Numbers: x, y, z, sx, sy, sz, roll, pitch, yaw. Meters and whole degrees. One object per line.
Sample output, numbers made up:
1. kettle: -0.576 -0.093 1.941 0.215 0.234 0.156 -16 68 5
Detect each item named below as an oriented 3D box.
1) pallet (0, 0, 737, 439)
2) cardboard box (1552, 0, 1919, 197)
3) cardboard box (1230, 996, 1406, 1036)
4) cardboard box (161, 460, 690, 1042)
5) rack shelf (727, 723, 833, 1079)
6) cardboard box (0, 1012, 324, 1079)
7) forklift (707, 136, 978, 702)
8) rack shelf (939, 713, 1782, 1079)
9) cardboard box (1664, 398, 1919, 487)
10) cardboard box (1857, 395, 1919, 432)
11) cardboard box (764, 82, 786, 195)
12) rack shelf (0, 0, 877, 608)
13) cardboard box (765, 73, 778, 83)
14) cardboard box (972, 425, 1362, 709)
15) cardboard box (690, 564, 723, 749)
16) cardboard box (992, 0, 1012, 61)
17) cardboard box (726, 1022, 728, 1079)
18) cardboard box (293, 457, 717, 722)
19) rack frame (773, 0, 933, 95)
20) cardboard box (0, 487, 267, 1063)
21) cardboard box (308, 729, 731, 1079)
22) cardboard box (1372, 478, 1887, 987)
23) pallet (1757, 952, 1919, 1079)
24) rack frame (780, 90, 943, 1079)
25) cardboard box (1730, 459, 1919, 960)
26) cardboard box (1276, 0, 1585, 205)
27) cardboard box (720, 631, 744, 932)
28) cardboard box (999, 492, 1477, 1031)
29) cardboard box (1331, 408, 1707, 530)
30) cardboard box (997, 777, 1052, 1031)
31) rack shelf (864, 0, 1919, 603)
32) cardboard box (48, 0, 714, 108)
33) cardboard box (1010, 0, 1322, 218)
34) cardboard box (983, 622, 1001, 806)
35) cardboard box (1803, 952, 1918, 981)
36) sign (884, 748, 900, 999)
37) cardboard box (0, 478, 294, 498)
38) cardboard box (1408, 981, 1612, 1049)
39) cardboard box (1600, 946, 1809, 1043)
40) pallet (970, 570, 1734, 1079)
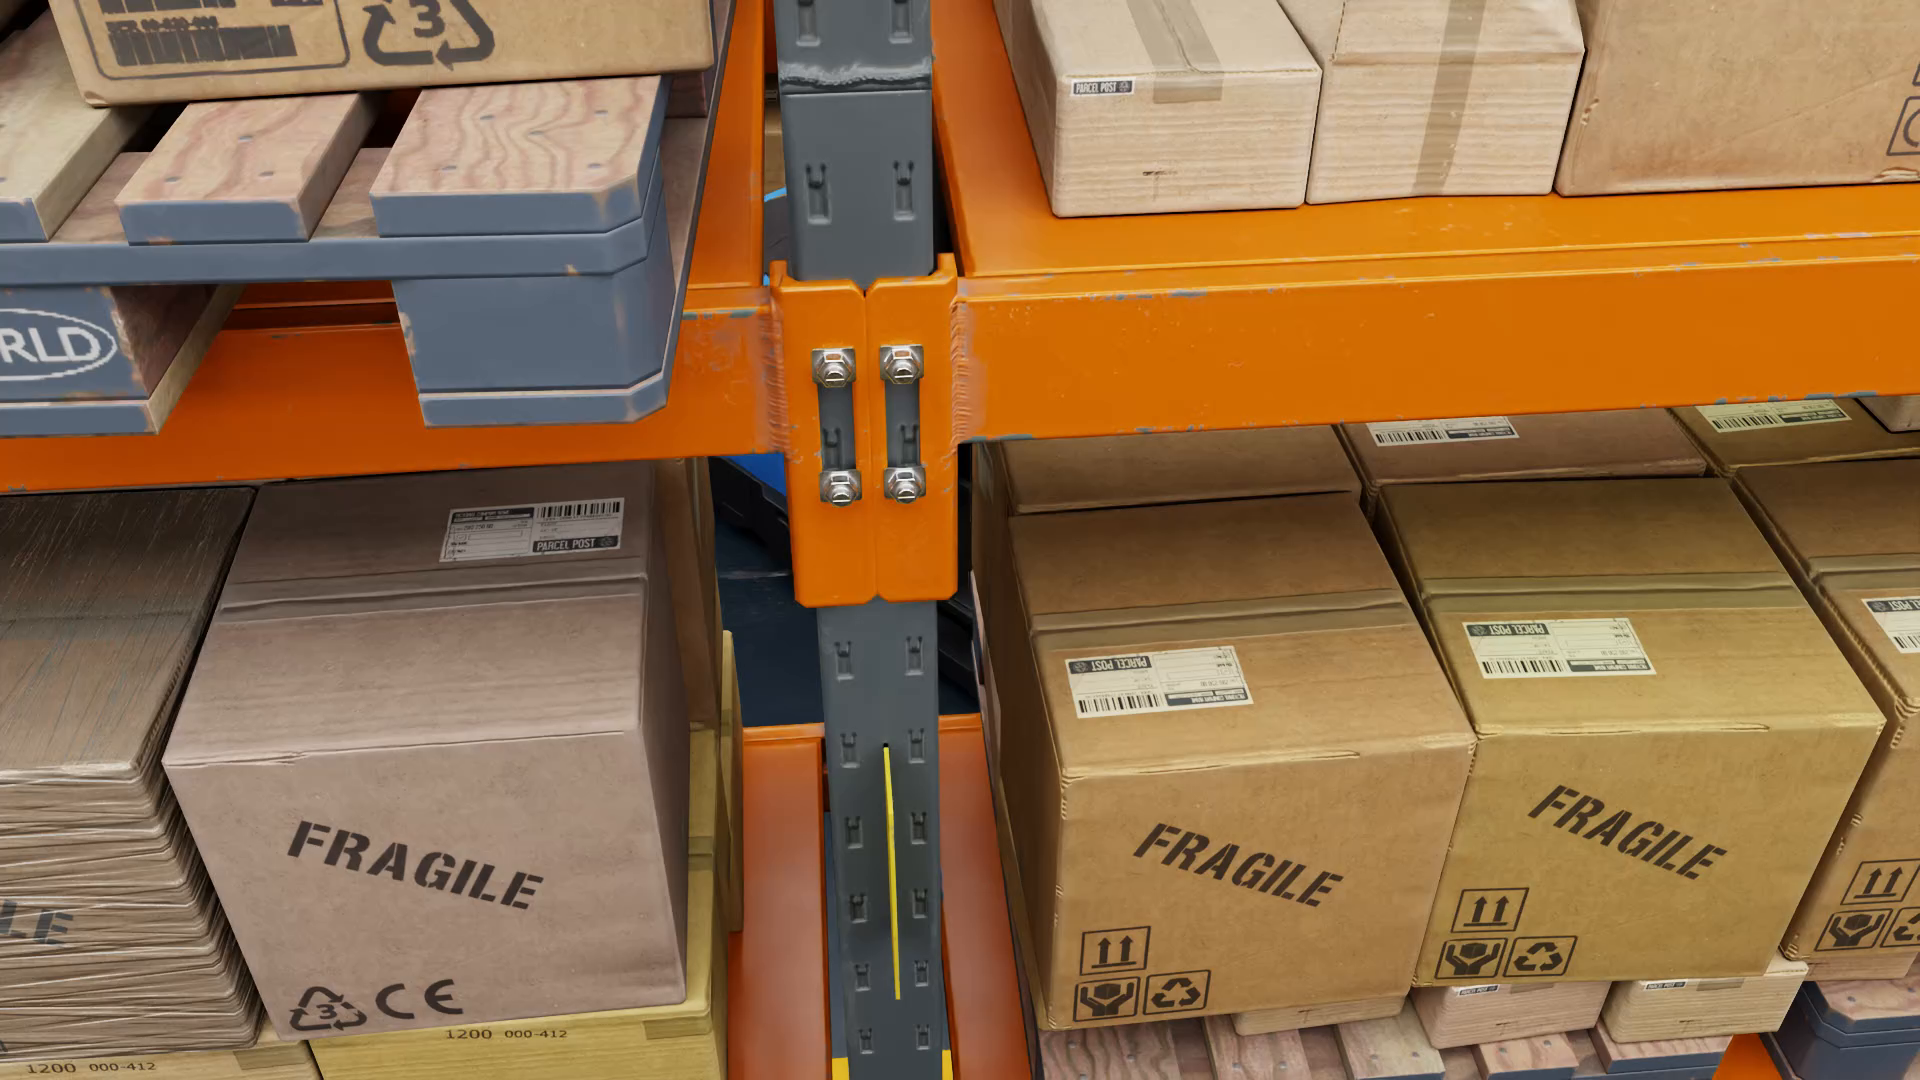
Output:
1. pallet: -0.767 -0.537 1.740 1.003 0.211 1.213 -1 38 -2
2. cardboard box: 0.815 -0.764 1.795 0.500 0.500 0.700 -3 38 -4
3. cardboard box: 0.495 0.534 2.515 0.250 0.149 0.380 -5 39 -7
4. cardboard box: -0.622 0.257 2.115 0.500 0.500 0.500 -4 38 -5
5. rack shelf: -2.122 0.891 2.780 4.000 0.370 1.077 -3 38 -4
6. cardboard box: -1.100 0.575 2.317 0.500 0.250 0.500 -4 38 -5
7. forklift: 0.475 -0.841 4.450 1.130 2.935 3.031 -31 48 -33
8. rack shelf: 1.862 0.671 3.058 4.000 0.370 1.077 -3 38 -4
9. cardboard box: 1.315 -0.082 2.773 0.500 0.500 0.500 -6 39 -7
10. cardboard box: 1.474 -0.341 2.577 0.250 0.149 0.380 -5 39 -6
11. cardboard box: -0.976 -1.592 7.024 0.500 0.500 0.500 -2 38 -3
12. rack shelf: -2.122 -0.287 1.851 4.000 0.370 1.077 -3 38 -4
13. cardboard box: -1.018 -1.897 7.412 0.500 0.500 0.500 -2 38 -2
14. cardboard box: 0.298 -0.019 2.692 0.500 0.500 0.500 -4 38 -5
15. cardboard box: -0.657 0.237 2.746 0.500 0.250 0.500 -3 38 -4
16. cardboard box: 0.165 -0.727 2.031 0.250 0.149 0.380 -3 38 -4
17. cardboard box: -0.611 0.745 2.505 0.500 0.250 0.500 -4 38 -6
18. cardboard box: -0.643 -0.057 2.513 0.500 0.500 0.500 -4 38 -5
19. rack frame: -0.130 -1.857 0.838 0.127 3.000 1.000 -3 38 -4
20. cardboard box: -1.132 0.290 2.073 0.500 0.500 0.500 -3 38 -3
21. cardboard box: -0.590 0.545 2.356 0.500 0.250 0.500 -3 38 -4
22. cardboard box: 0.857 0.263 2.335 0.500 0.500 0.500 -1 38 -2
23. pallet: 1.838 0.440 2.926 1.213 0.211 1.003 -3 38 -4
24. rack frame: -0.130 0.499 2.697 0.127 3.000 1.000 -3 38 -4
25. cardboard box: 1.385 0.230 2.378 0.500 0.500 0.500 -3 38 -3
26. cardboard box: 0.453 -0.553 1.716 0.258 0.266 0.396 -3 38 -4
27. cardboard box: -0.640 0.429 2.906 0.500 0.250 0.500 -4 38 -5
28. cardboard box: 0.339 0.296 2.294 0.500 0.500 0.500 -4 38 -5
29. cardboard box: 0.812 -0.054 2.737 0.500 0.500 0.500 -4 38 -5
30. cardboard box: 0.210 0.529 2.521 0.250 0.149 0.380 -5 39 -7
31. rack shelf: 1.862 -0.506 2.129 4.000 0.370 1.077 -3 38 -4
32. cardboard box: -0.492 -0.771 1.461 0.637 0.503 0.797 -5 39 -7
33. cardboard box: 0.199 -0.493 1.734 0.250 0.149 0.380 -3 38 -4
34. cardboard box: 0.176 0.269 2.851 0.250 0.149 0.380 -2 38 -2
35. cardboard box: 1.280 0.484 2.579 0.250 0.149 0.380 -1 38 -1
36. sign: -0.078 0.386 1.904 0.005 0.325 0.100 -3 38 -4
37. cardboard box: -1.136 -0.024 2.471 0.500 0.500 0.500 -3 38 -4
38. cardboard box: 0.771 0.548 2.498 0.250 0.149 0.380 -6 39 -7
39. cardboard box: 1.047 0.546 2.501 0.250 0.149 0.380 -3 38 -4
40. pallet: 0.570 0.469 2.889 1.003 0.211 1.213 -3 38 -4
